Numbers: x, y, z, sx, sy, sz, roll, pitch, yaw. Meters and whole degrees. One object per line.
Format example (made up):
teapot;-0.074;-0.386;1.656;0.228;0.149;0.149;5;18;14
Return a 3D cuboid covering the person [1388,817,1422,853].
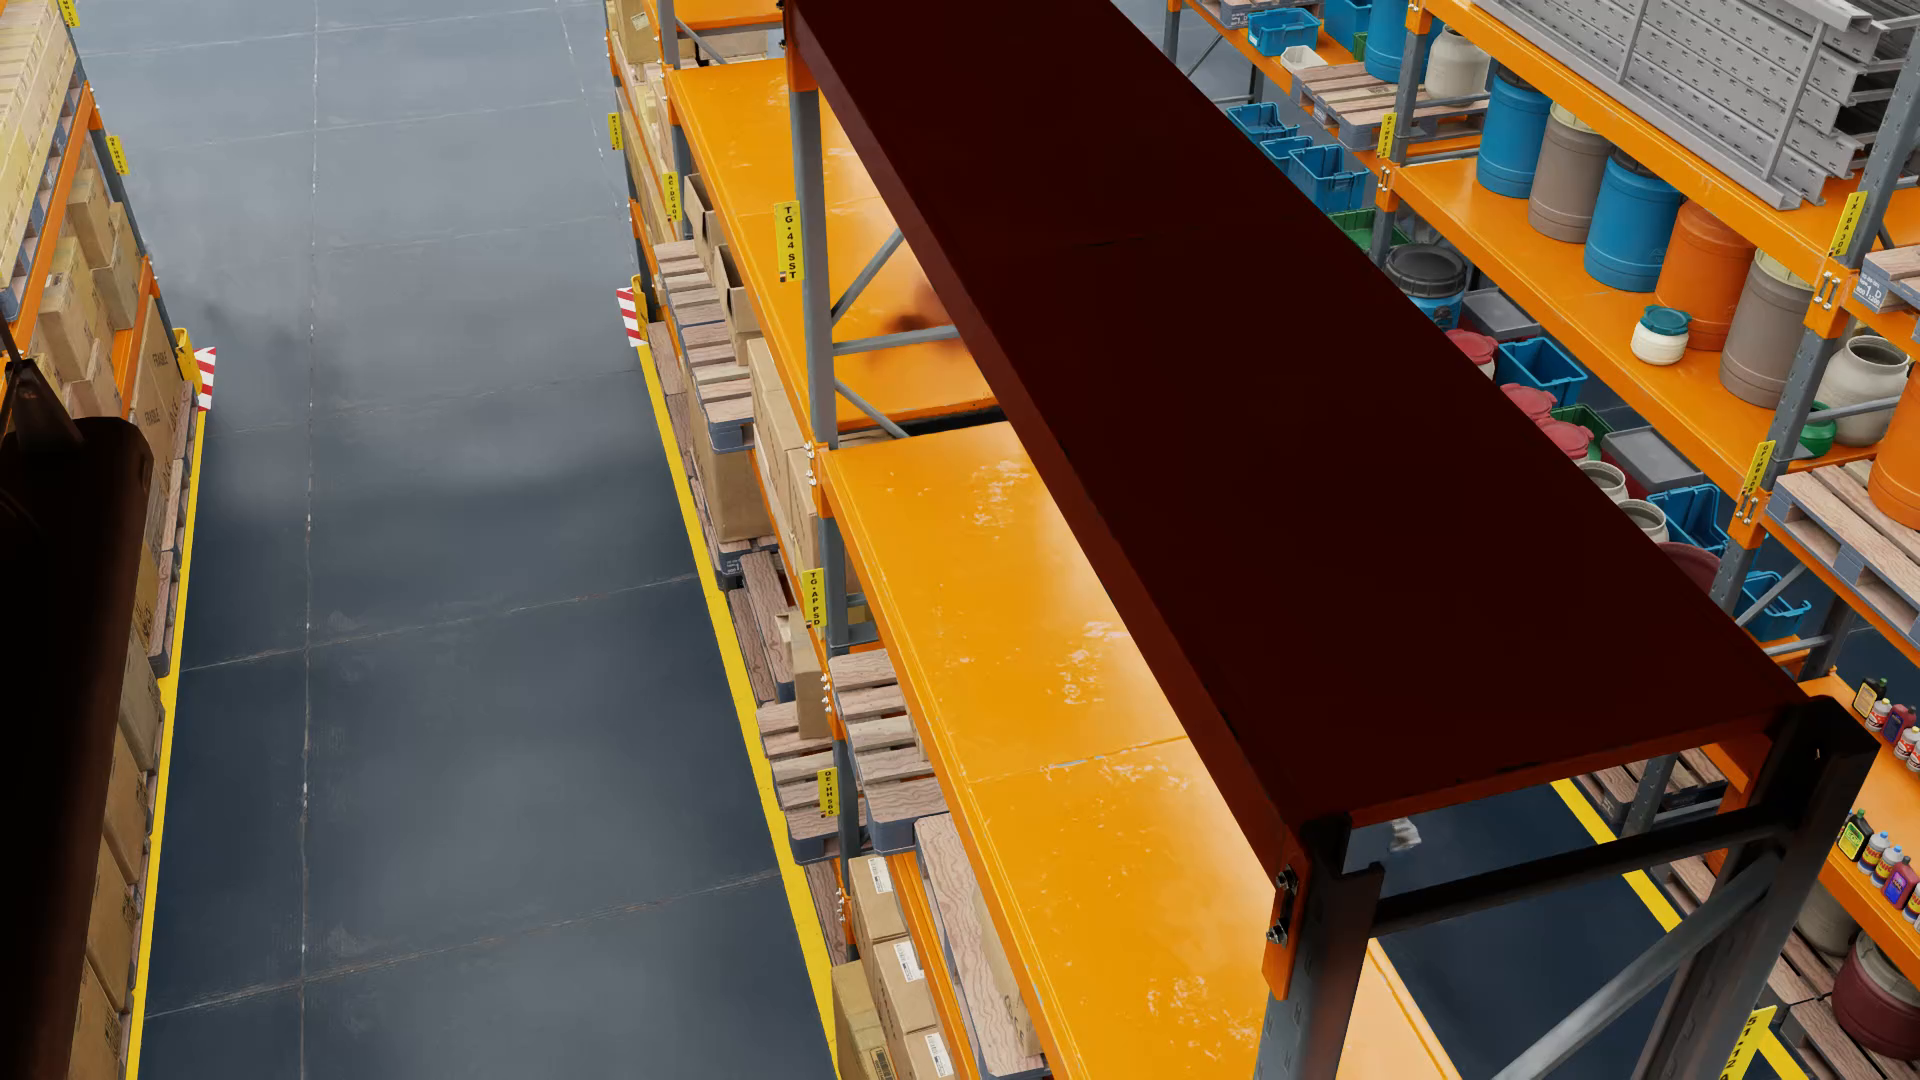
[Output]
person;2.350;1.179;9.534;0.632;1.665;0.861;-18;42;-22

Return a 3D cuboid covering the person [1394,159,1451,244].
person;4.246;-3.196;15.527;0.594;1.722;0.679;-9;39;-11
